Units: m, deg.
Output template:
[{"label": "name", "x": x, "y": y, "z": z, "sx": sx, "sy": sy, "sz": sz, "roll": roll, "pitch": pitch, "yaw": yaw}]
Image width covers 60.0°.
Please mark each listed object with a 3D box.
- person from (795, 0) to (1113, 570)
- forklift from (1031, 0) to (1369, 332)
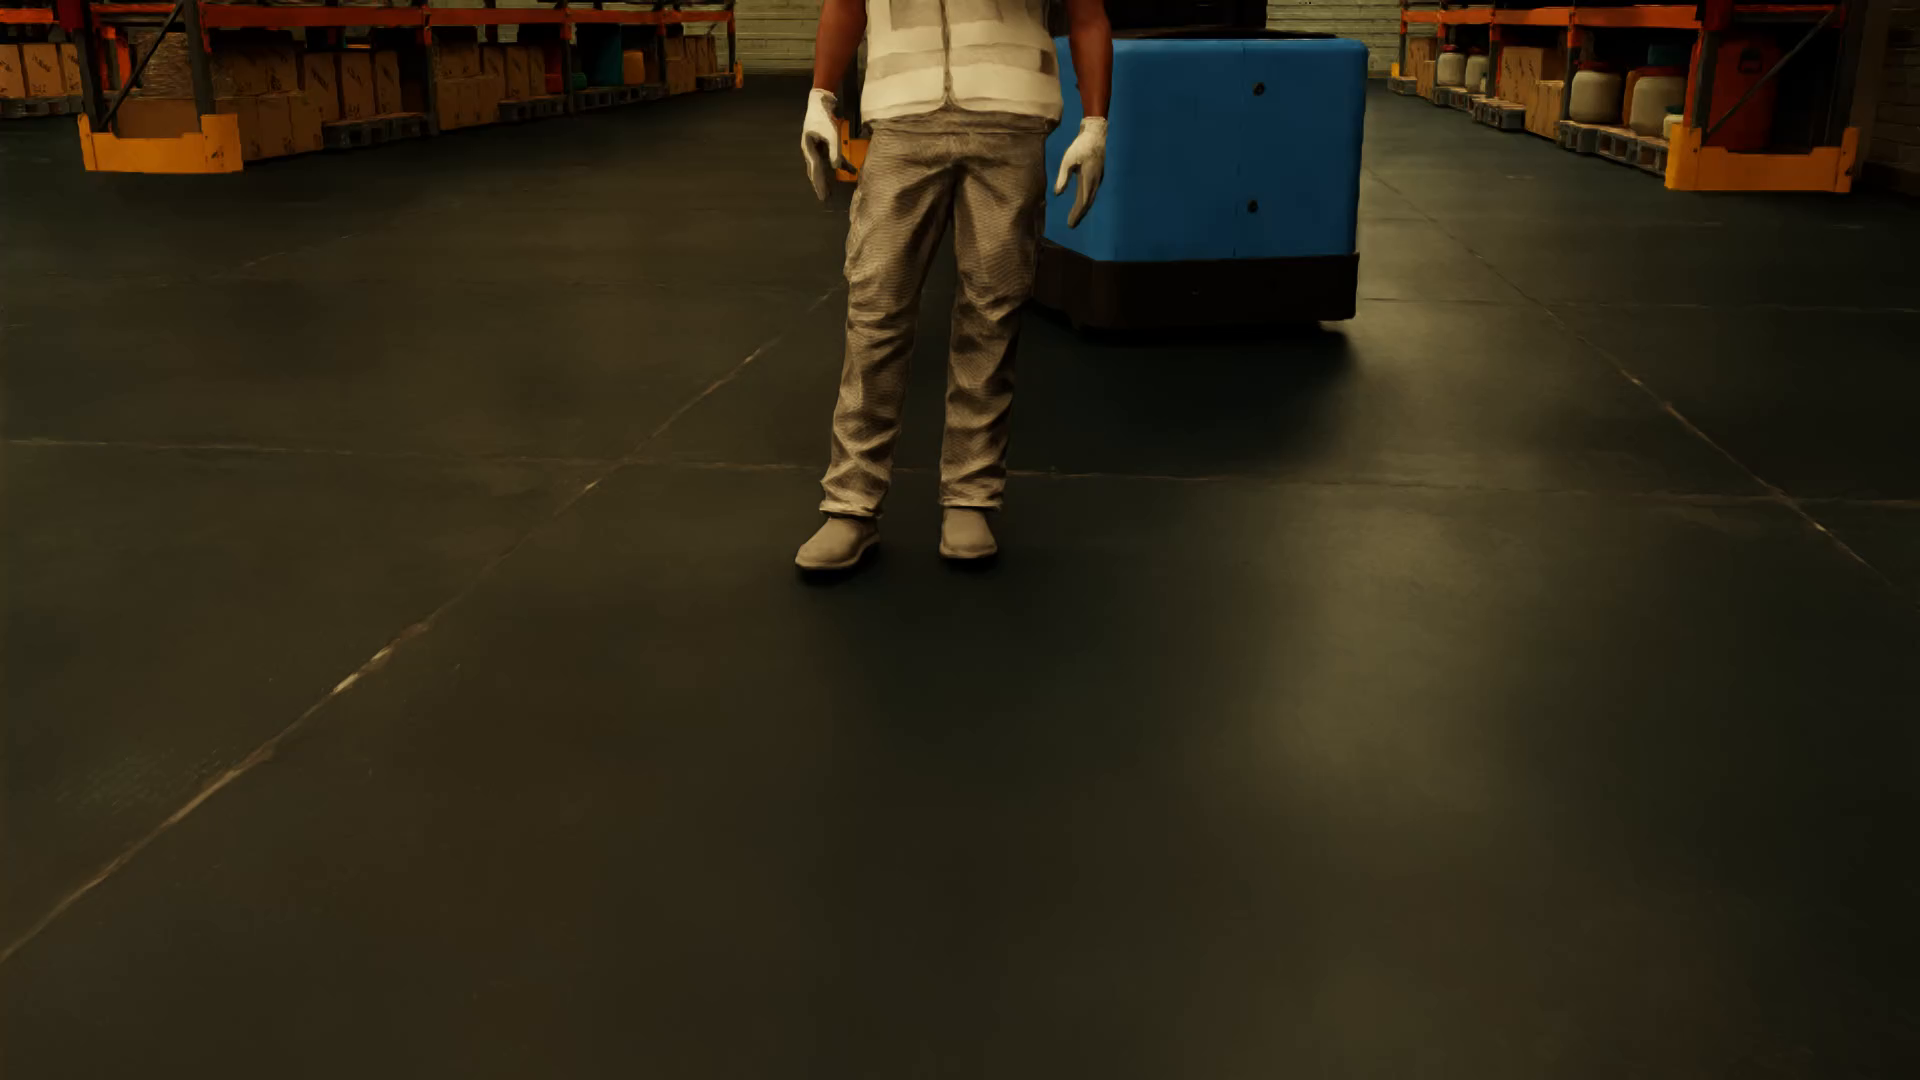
[{"label": "person", "x": -0.017, "y": -0.836, "z": 3.489, "sx": 0.655, "sy": 1.782, "sz": 0.576, "roll": 2, "pitch": 18, "yaw": 7}, {"label": "forklift", "x": 0.658, "y": -2.563, "z": 7.082, "sx": 1.130, "sy": 2.935, "sz": 3.031, "roll": -4, "pitch": 18, "yaw": -12}]
